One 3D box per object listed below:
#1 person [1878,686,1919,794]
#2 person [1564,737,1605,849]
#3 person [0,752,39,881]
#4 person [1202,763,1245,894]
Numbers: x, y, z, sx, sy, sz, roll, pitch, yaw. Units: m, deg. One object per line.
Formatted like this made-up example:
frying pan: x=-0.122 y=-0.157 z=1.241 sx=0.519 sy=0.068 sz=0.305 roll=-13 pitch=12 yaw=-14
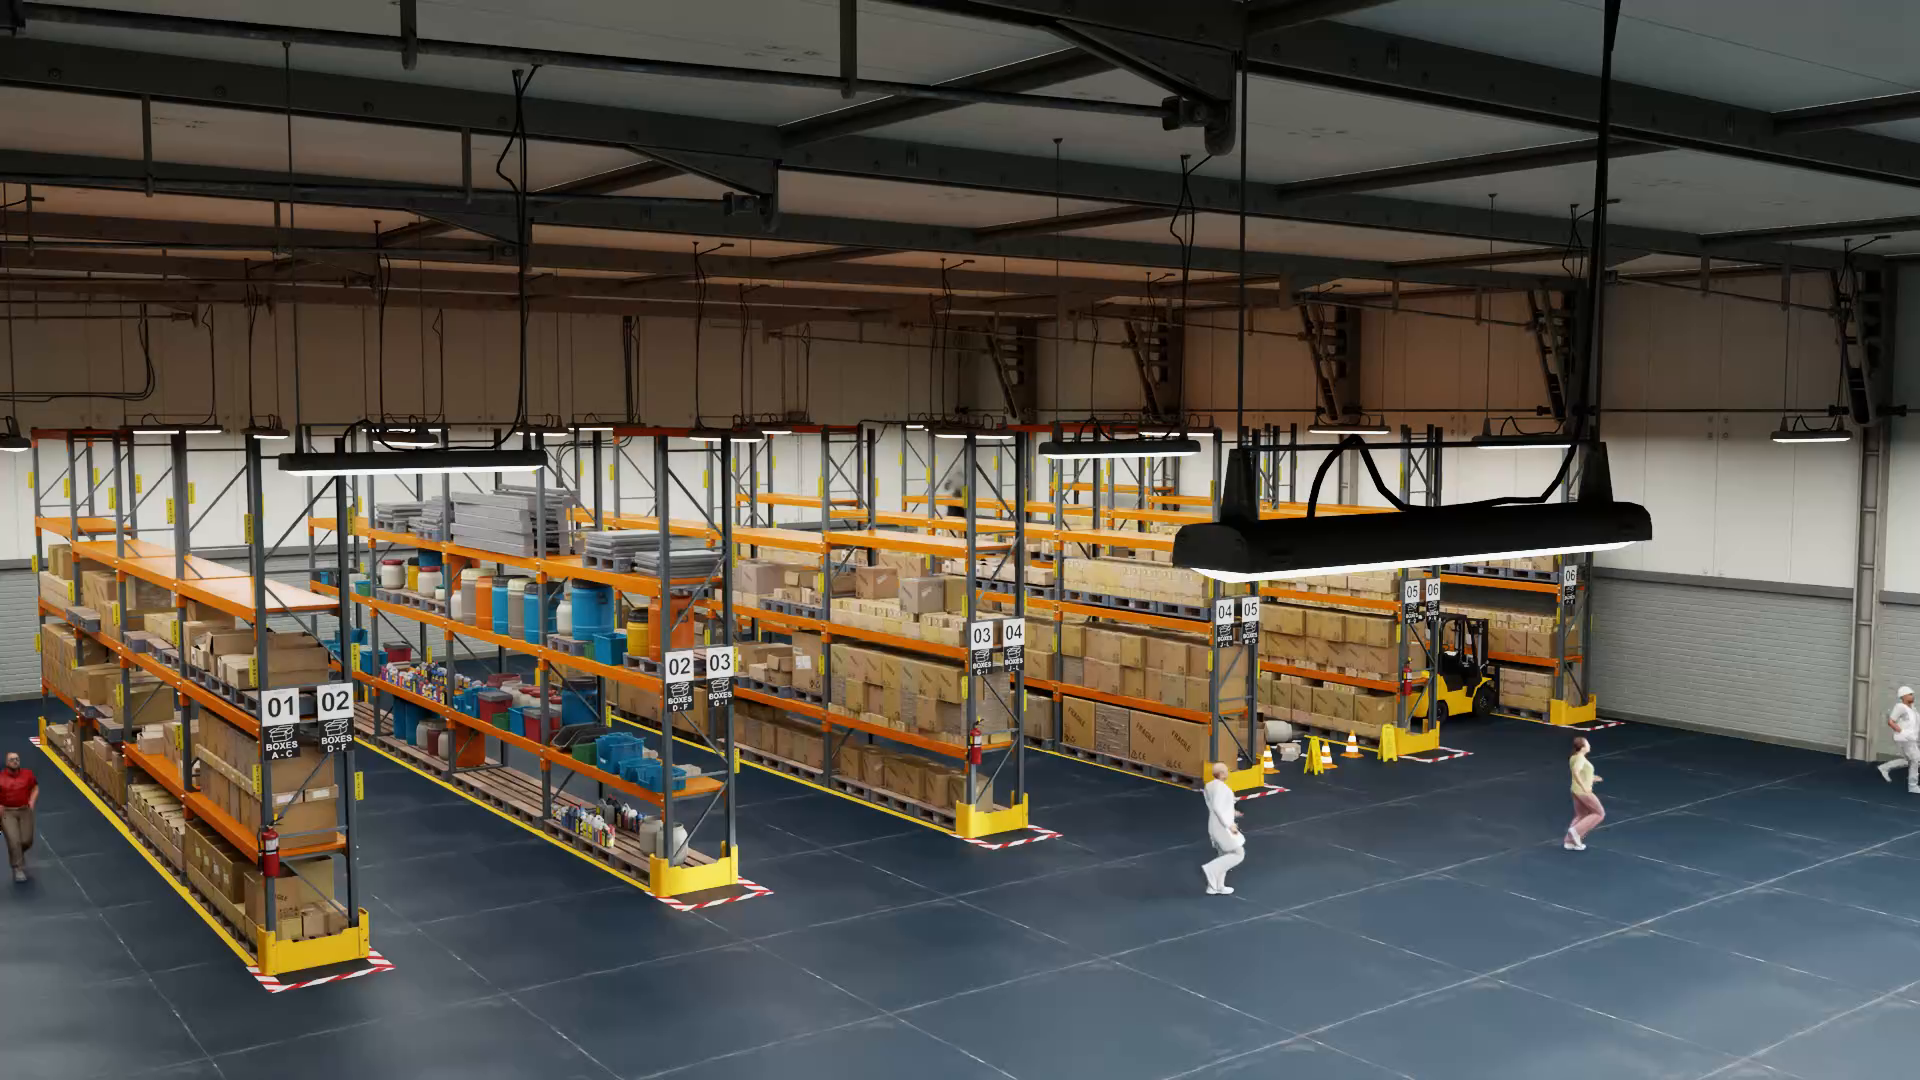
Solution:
person: x=15.646 y=3.297 z=27.551 sx=0.818 sy=1.750 sz=0.696 roll=4 pitch=6 yaw=45
person: x=8.970 y=3.634 z=23.880 sx=0.550 sy=1.629 sz=0.566 roll=0 pitch=4 yaw=-2
person: x=-12.825 y=3.719 z=22.527 sx=0.677 sy=1.712 sz=0.672 roll=4 pitch=6 yaw=45
person: x=3.429 y=3.764 z=21.693 sx=0.633 sy=1.733 sz=0.707 roll=-1 pitch=5 yaw=-12
